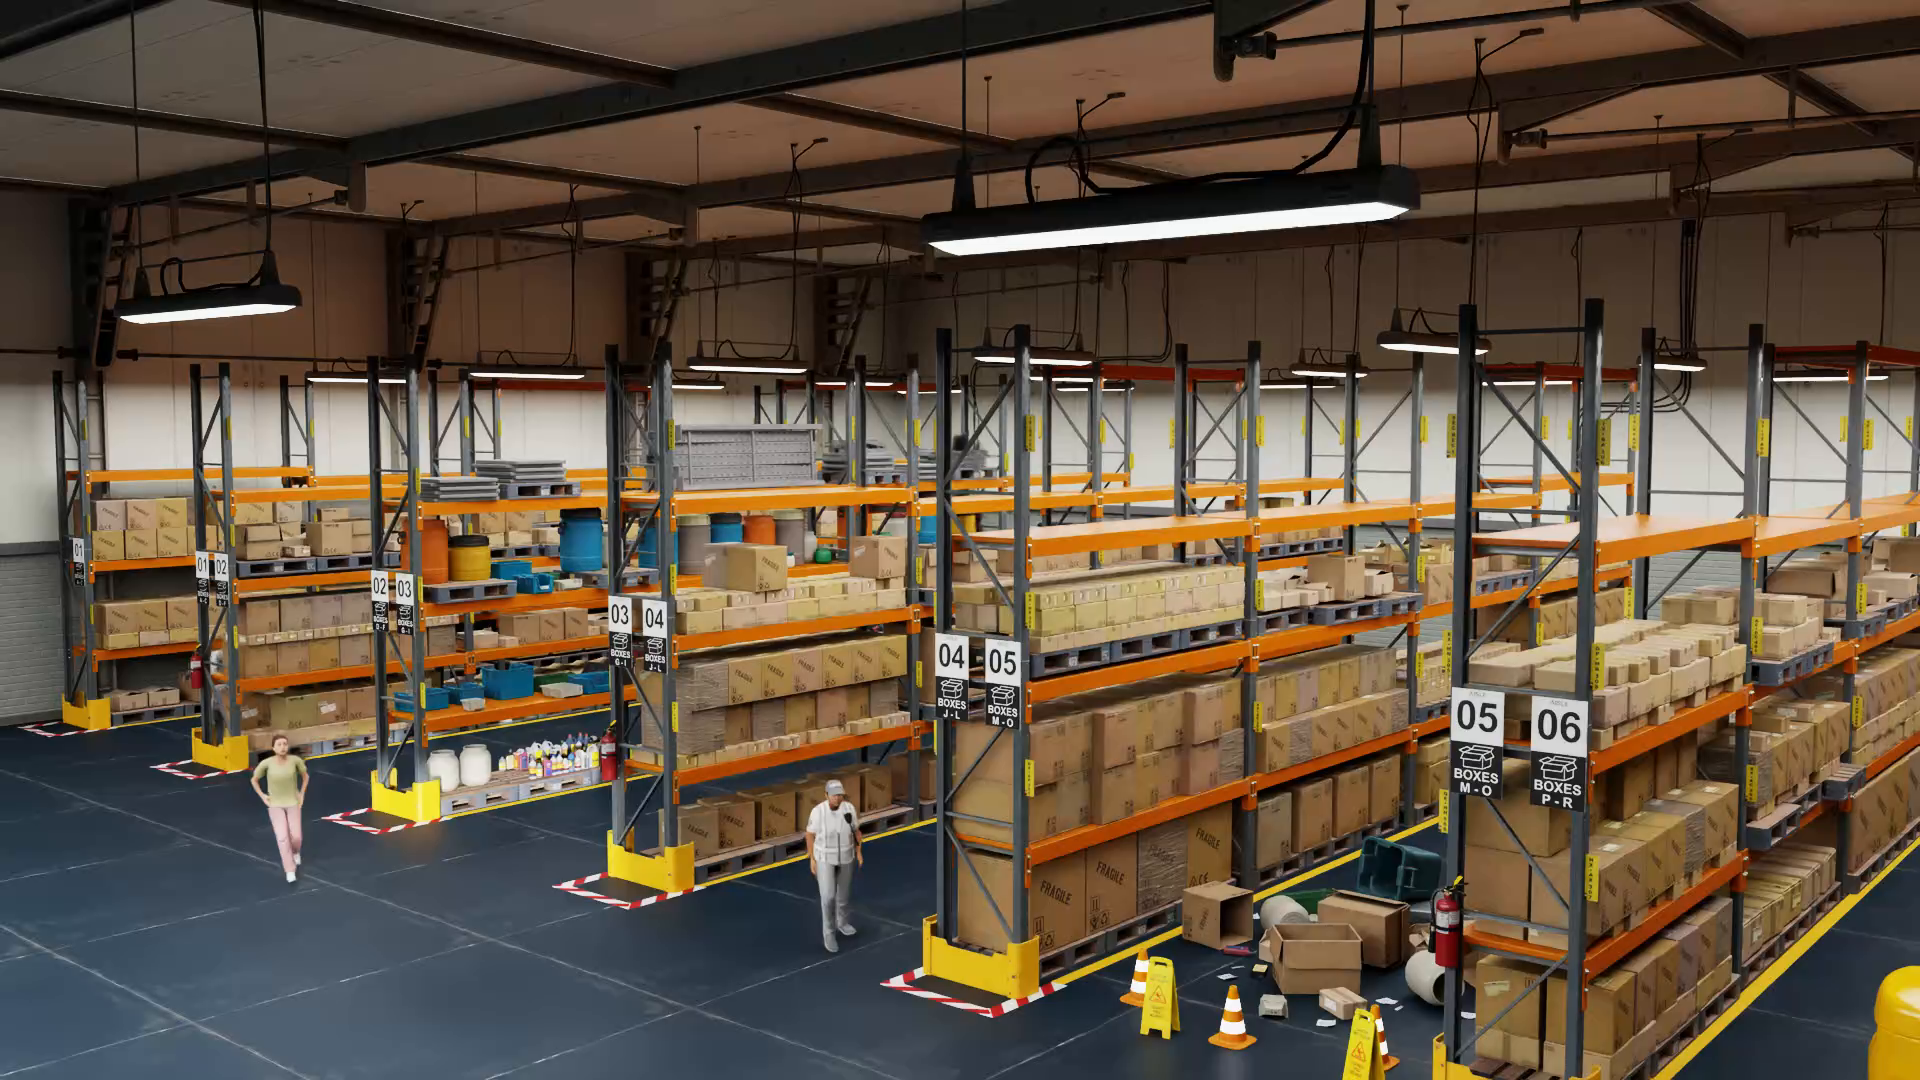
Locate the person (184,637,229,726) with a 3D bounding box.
[{"bbox_3d":[-11.891,2.366,26.455,0.682,1.749,0.968,1,4,16],"label":"person"}]

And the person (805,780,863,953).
[{"bbox_3d":[-1.231,3.150,16.303,0.544,1.649,0.715,-2,4,-22],"label":"person"}]

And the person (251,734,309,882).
[{"bbox_3d":[-7.675,3.008,18.792,0.611,1.624,0.635,-2,5,-25],"label":"person"}]
